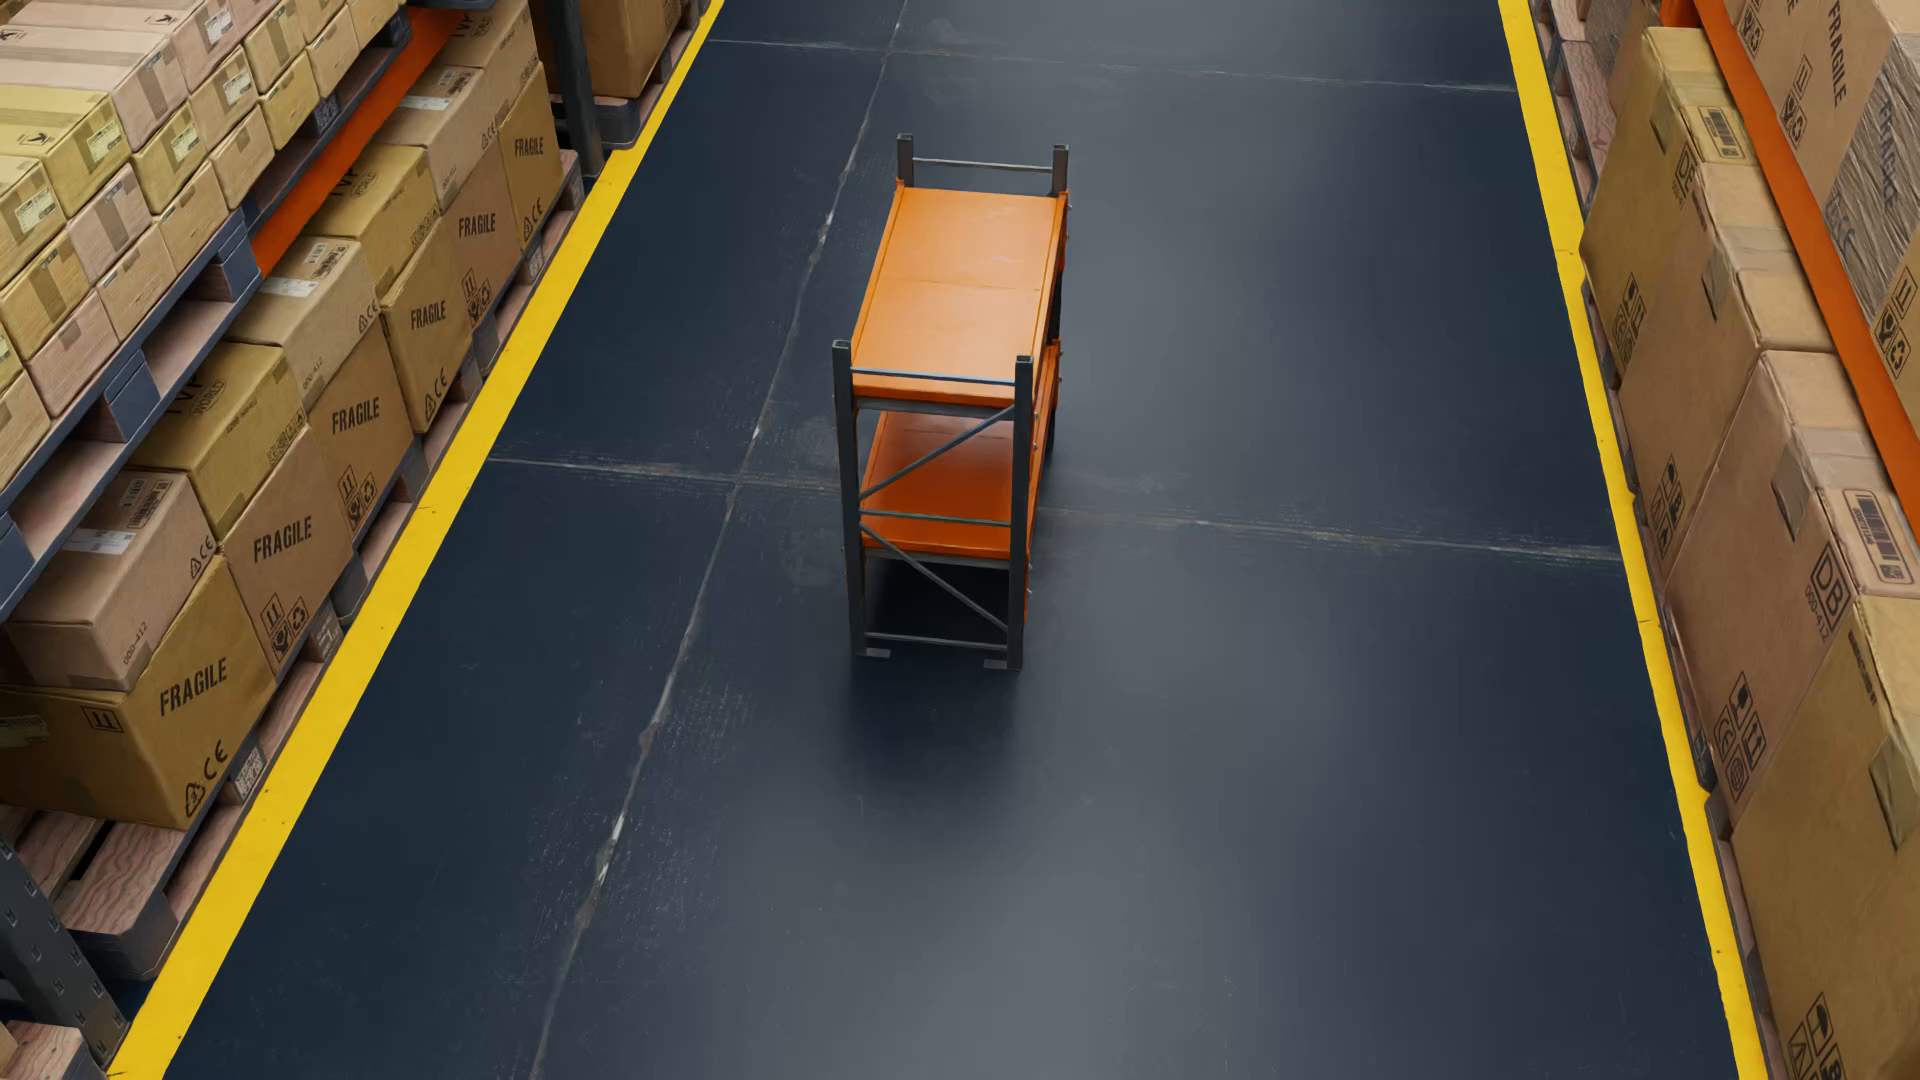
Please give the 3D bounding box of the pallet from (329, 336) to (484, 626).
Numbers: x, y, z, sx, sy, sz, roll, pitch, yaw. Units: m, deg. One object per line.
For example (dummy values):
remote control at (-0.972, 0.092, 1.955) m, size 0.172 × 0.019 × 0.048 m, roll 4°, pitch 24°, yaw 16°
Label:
pallet at (-2.241, -0.272, 5.384) m, size 1.003 × 0.211 × 1.213 m, roll 5°, pitch 44°, yaw 6°

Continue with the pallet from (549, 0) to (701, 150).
pallet at (-1.793, -2.164, 7.382) m, size 1.003 × 0.211 × 1.213 m, roll 5°, pitch 44°, yaw 6°

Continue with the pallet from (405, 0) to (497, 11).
pallet at (-1.961, -2.081, 5.406) m, size 1.213 × 0.211 × 1.003 m, roll 5°, pitch 44°, yaw 6°

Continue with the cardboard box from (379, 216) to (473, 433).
cardboard box at (-1.926, -0.703, 5.324) m, size 0.500 × 0.500 × 0.500 m, roll 3°, pitch 44°, yaw 4°

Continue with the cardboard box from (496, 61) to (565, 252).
cardboard box at (-1.800, -1.419, 6.079) m, size 0.500 × 0.500 × 0.500 m, roll 5°, pitch 44°, yaw 5°

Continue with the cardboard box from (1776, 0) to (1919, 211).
cardboard box at (2.467, -1.155, 4.215) m, size 0.500 × 0.500 × 0.500 m, roll 5°, pitch 44°, yaw 5°

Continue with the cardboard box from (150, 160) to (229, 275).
cardboard box at (-1.891, -0.738, 3.725) m, size 0.380 × 0.149 × 0.250 m, roll 6°, pitch 44°, yaw 6°

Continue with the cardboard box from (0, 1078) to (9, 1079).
cardboard box at (-2.215, 1.261, 3.505) m, size 0.380 × 0.149 × 0.250 m, roll 6°, pitch 44°, yaw 6°

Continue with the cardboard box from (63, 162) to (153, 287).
cardboard box at (-1.927, -0.669, 3.435) m, size 0.380 × 0.149 × 0.250 m, roll 6°, pitch 44°, yaw 7°

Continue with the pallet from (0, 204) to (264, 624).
pallet at (-2.256, -0.358, 3.586) m, size 1.003 × 0.211 × 1.213 m, roll 5°, pitch 44°, yaw 6°

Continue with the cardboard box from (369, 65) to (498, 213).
cardboard box at (-1.859, -1.328, 5.438) m, size 0.500 × 0.250 × 0.500 m, roll 6°, pitch 44°, yaw 6°

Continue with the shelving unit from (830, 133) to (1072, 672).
shelving unit at (-0.001, -0.404, 4.858) m, size 0.538 × 1.125 × 1.048 m, roll 5°, pitch 44°, yaw 6°

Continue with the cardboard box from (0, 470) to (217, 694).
cardboard box at (-2.141, 0.083, 3.948) m, size 0.500 × 0.250 × 0.500 m, roll 3°, pitch 44°, yaw 4°

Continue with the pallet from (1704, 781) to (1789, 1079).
pallet at (2.430, 1.080, 3.956) m, size 1.003 × 0.211 × 1.213 m, roll 5°, pitch 44°, yaw 6°

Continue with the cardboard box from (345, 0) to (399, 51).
cardboard box at (-1.756, -1.456, 4.483) m, size 0.380 × 0.149 × 0.250 m, roll 6°, pitch 44°, yaw 7°

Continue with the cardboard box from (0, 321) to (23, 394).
cardboard box at (-1.993, -0.316, 3.063) m, size 0.380 × 0.149 × 0.250 m, roll 6°, pitch 44°, yaw 6°

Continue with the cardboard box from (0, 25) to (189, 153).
cardboard box at (-1.890, -0.959, 3.526) m, size 0.380 × 0.149 × 0.250 m, roll 5°, pitch 44°, yaw 5°

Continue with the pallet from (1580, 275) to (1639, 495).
pallet at (2.752, -0.583, 5.712) m, size 1.003 × 0.211 × 1.213 m, roll 5°, pitch 44°, yaw 6°

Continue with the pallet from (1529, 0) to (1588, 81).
pallet at (3.200, -2.475, 7.711) m, size 1.003 × 0.211 × 1.213 m, roll 5°, pitch 44°, yaw 6°

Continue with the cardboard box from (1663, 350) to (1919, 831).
cardboard box at (2.584, 0.172, 4.127) m, size 1.225 × 0.875 × 0.875 m, roll 4°, pitch 44°, yaw 4°

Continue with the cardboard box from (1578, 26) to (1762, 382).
cardboard box at (2.819, -1.039, 5.405) m, size 1.225 × 0.875 × 0.875 m, roll 3°, pitch 44°, yaw 4°

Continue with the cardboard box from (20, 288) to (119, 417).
cardboard box at (-1.962, -0.397, 3.365) m, size 0.380 × 0.149 × 0.250 m, roll 6°, pitch 44°, yaw 6°

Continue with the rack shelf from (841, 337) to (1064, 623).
rack shelf at (-0.001, -0.226, 5.026) m, size 0.538 × 0.278 × 1.000 m, roll 5°, pitch 44°, yaw 6°

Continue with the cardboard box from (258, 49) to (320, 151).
cardboard box at (-1.826, -1.098, 4.106) m, size 0.380 × 0.149 × 0.250 m, roll 5°, pitch 44°, yaw 5°

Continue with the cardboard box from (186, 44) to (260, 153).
cardboard box at (-1.860, -1.030, 3.817) m, size 0.380 × 0.149 × 0.250 m, roll 7°, pitch 44°, yaw 7°

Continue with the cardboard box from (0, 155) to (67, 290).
cardboard box at (-1.962, -0.615, 3.162) m, size 0.380 × 0.149 × 0.250 m, roll 6°, pitch 44°, yaw 7°

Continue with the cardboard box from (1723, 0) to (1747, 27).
cardboard box at (2.597, -1.856, 4.956) m, size 0.500 × 0.500 × 0.500 m, roll 6°, pitch 44°, yaw 7°

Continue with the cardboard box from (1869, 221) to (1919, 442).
cardboard box at (2.328, -0.473, 3.496) m, size 0.500 × 0.500 × 0.500 m, roll 5°, pitch 44°, yaw 5°

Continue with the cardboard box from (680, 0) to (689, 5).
cardboard box at (-1.690, -2.985, 7.551) m, size 1.050 × 0.750 × 0.750 m, roll 6°, pitch 44°, yaw 6°

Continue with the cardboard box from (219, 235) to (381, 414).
cardboard box at (-2.002, -0.627, 4.698) m, size 0.500 × 0.250 × 0.500 m, roll 7°, pitch 44°, yaw 7°

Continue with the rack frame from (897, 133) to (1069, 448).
rack frame at (0.066, -0.750, 5.224) m, size 0.500 × 1.125 × 0.032 m, roll 5°, pitch 44°, yaw 6°

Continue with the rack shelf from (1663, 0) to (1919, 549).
rack shelf at (2.667, -0.502, 4.122) m, size 1.077 × 0.370 × 4.000 m, roll 5°, pitch 44°, yaw 6°

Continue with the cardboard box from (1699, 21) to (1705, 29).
cardboard box at (2.990, -2.110, 6.249) m, size 0.500 × 0.250 × 0.500 m, roll 7°, pitch 44°, yaw 7°

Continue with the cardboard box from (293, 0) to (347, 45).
cardboard box at (-1.788, -1.382, 4.189) m, size 0.380 × 0.149 × 0.250 m, roll 4°, pitch 44°, yaw 5°

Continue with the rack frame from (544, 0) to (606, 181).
rack frame at (-1.972, -2.646, 5.863) m, size 1.000 × 3.000 × 0.127 m, roll 5°, pitch 44°, yaw 6°

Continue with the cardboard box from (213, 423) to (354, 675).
cardboard box at (-2.072, -0.005, 4.586) m, size 0.500 × 0.500 × 0.500 m, roll 7°, pitch 44°, yaw 7°

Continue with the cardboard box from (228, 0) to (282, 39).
cardboard box at (-1.823, -1.305, 3.891) m, size 0.380 × 0.149 × 0.250 m, roll 7°, pitch 44°, yaw 7°

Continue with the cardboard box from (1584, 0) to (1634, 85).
cardboard box at (3.060, -2.216, 6.907) m, size 0.700 × 0.500 × 0.500 m, roll 2°, pitch 43°, yaw 2°

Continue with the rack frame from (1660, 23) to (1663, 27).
rack frame at (2.931, -2.126, 5.314) m, size 1.000 × 3.000 × 0.127 m, roll 5°, pitch 44°, yaw 6°
